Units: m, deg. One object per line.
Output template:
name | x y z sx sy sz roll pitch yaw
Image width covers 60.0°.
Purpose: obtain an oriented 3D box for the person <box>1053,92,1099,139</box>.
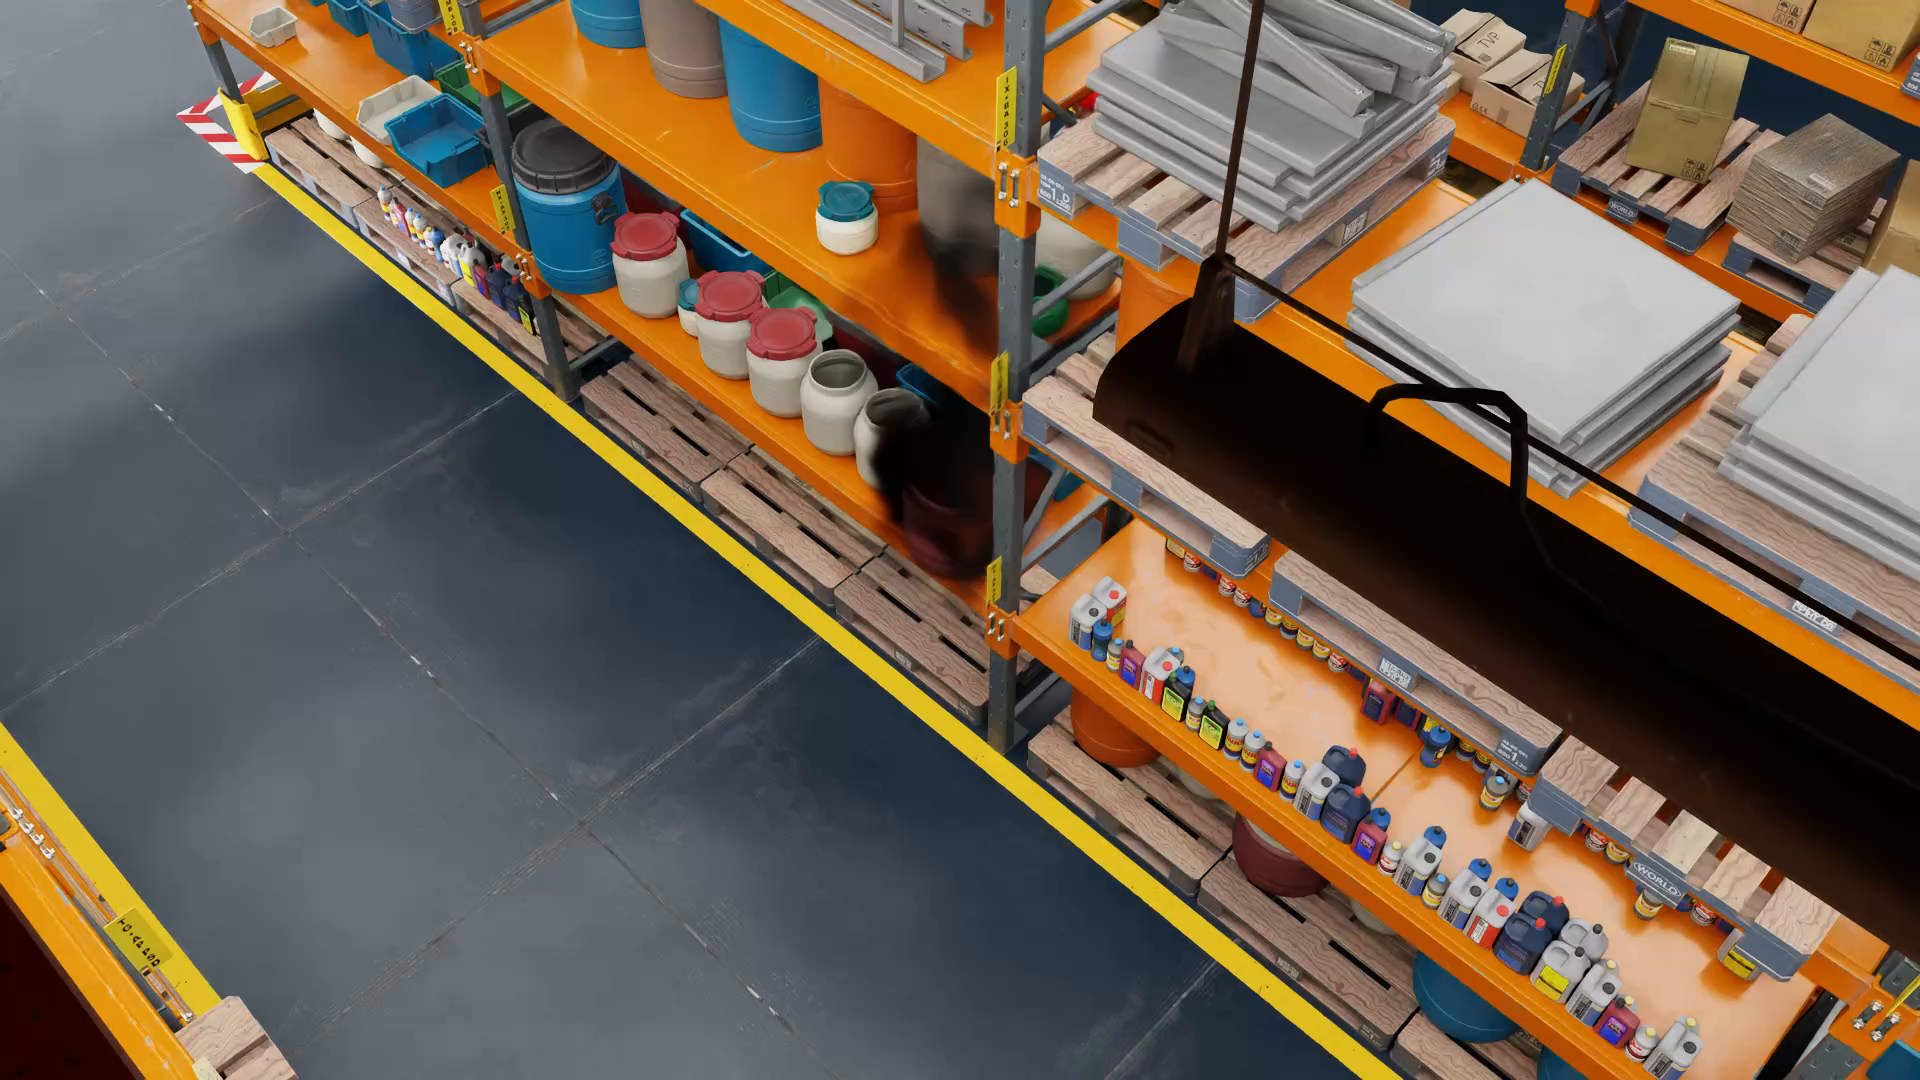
person | 0.745 -2.263 10.761 0.780 1.771 0.668 28 56 22
